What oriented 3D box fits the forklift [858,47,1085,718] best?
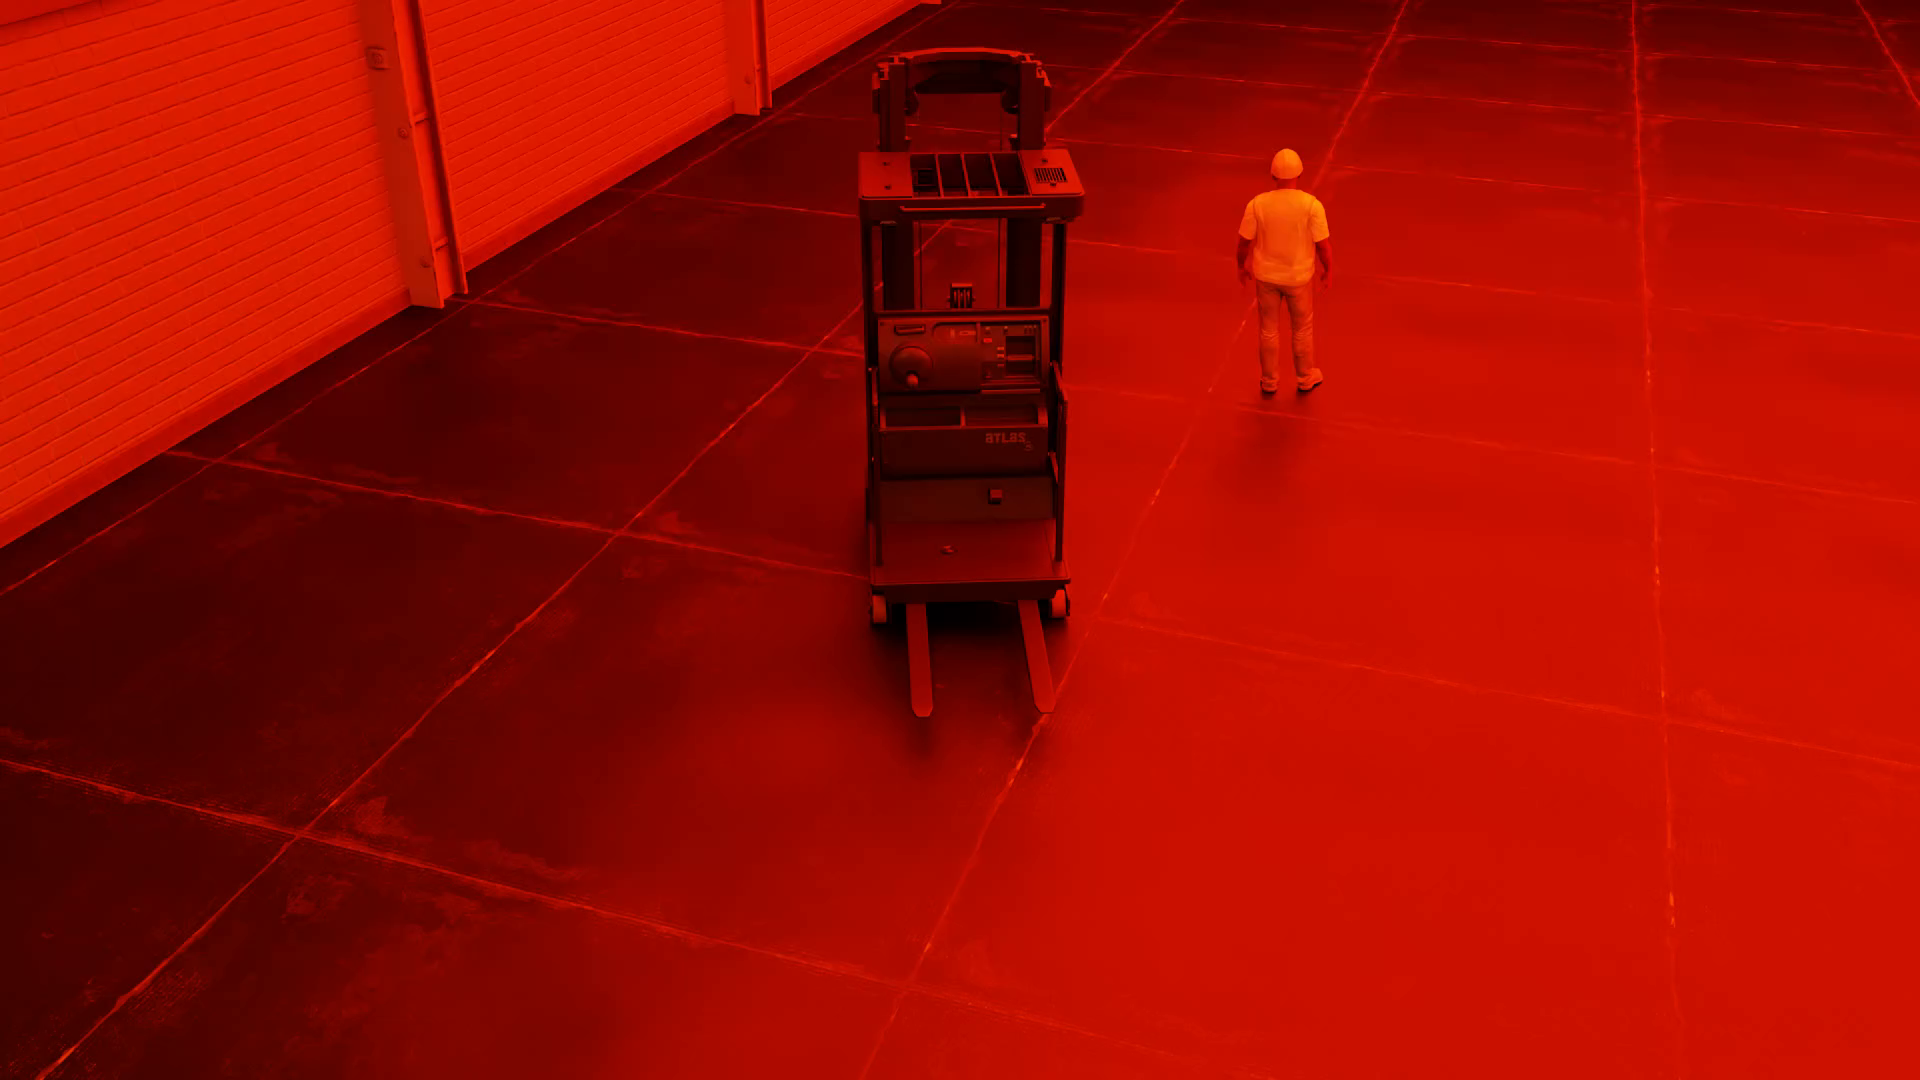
[{"bbox_3d":[0.035,-0.972,8.842,1.130,2.935,3.031,-2,30,-3],"label":"forklift"}]

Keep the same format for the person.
[{"bbox_3d":[2.271,-1.884,11.603,0.666,1.765,0.577,10,31,17],"label":"person"}]
